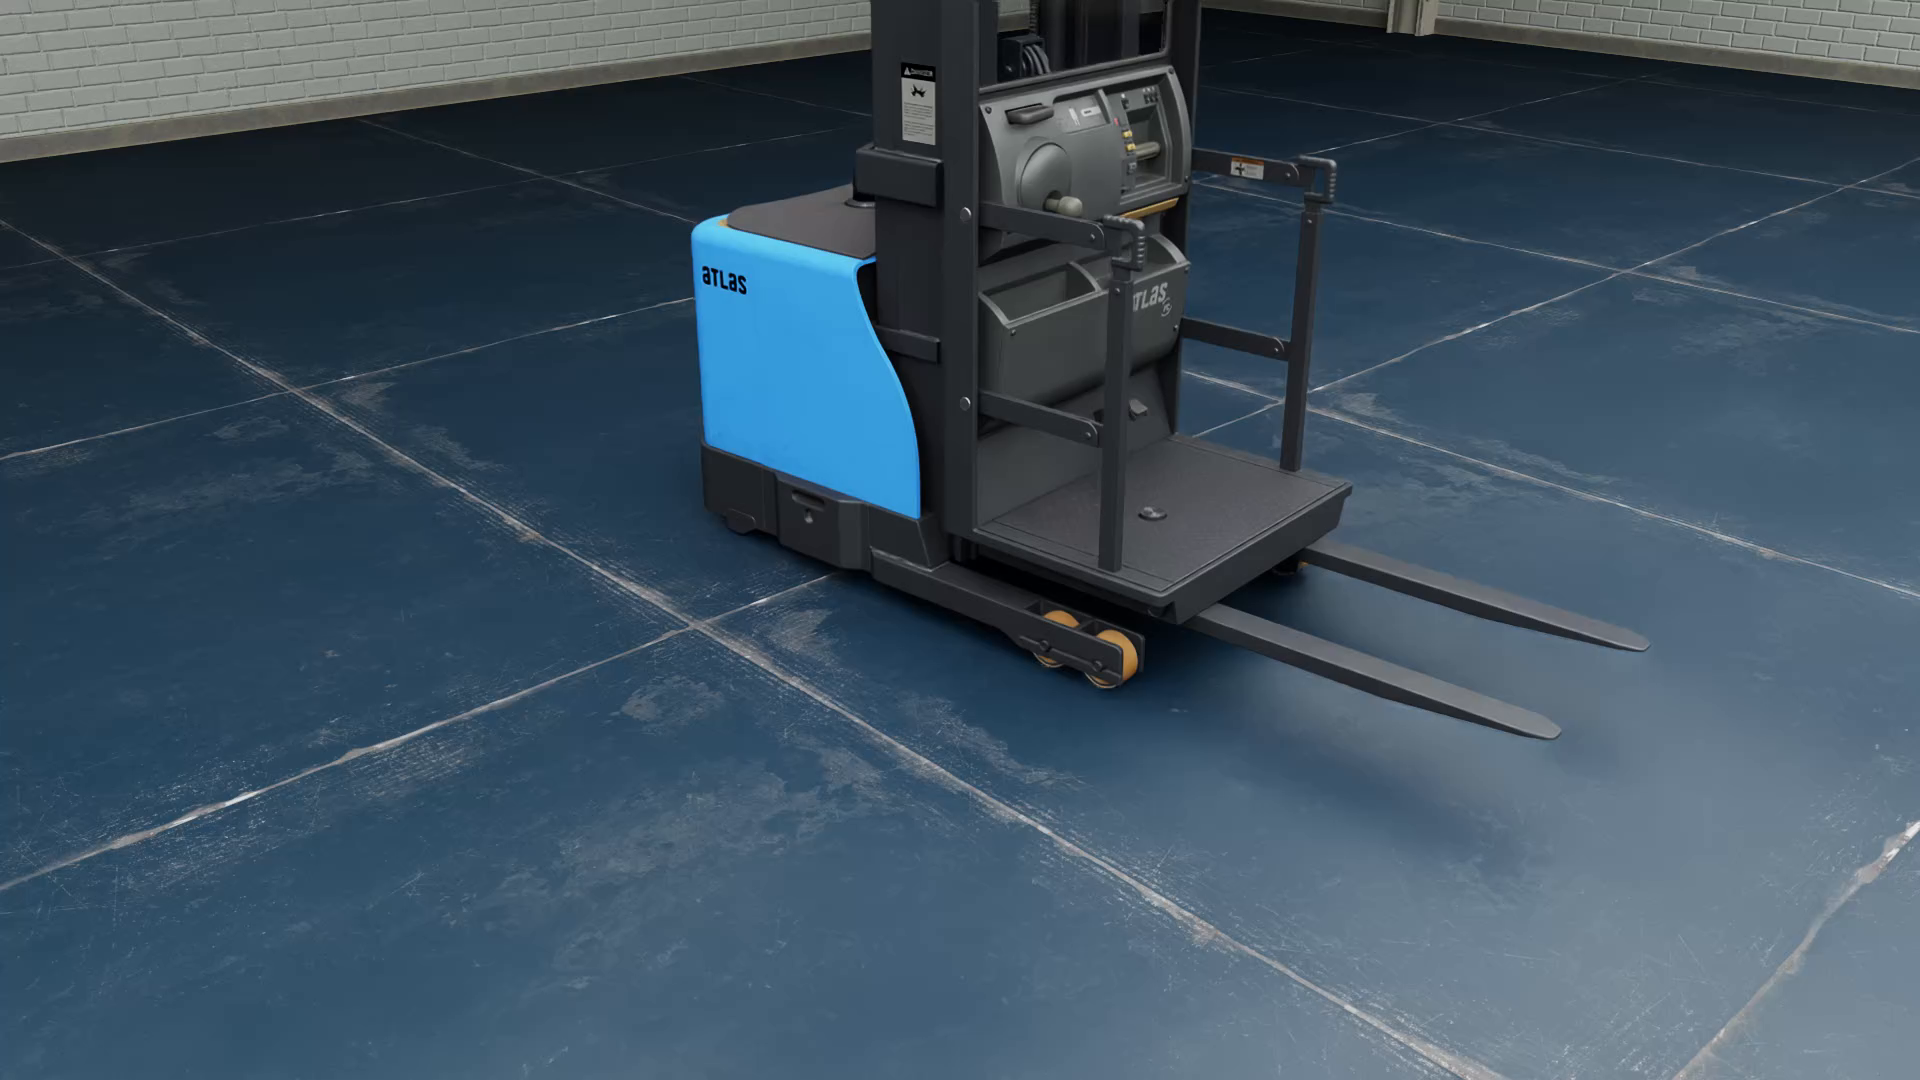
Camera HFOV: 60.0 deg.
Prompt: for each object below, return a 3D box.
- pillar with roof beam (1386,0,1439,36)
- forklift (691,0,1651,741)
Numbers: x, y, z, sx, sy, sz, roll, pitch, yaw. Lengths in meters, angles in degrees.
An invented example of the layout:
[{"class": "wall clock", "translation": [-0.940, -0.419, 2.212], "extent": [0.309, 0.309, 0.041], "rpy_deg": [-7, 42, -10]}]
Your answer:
[{"class": "pillar with roof beam", "translation": [1.558, -8.163, 12.802], "extent": [9.100, 9.000, 0.400], "rpy_deg": [-21, 32, -38]}, {"class": "forklift", "translation": [0.544, -1.151, 4.741], "extent": [3.031, 2.935, 1.130], "rpy_deg": [20, 31, 36]}]
